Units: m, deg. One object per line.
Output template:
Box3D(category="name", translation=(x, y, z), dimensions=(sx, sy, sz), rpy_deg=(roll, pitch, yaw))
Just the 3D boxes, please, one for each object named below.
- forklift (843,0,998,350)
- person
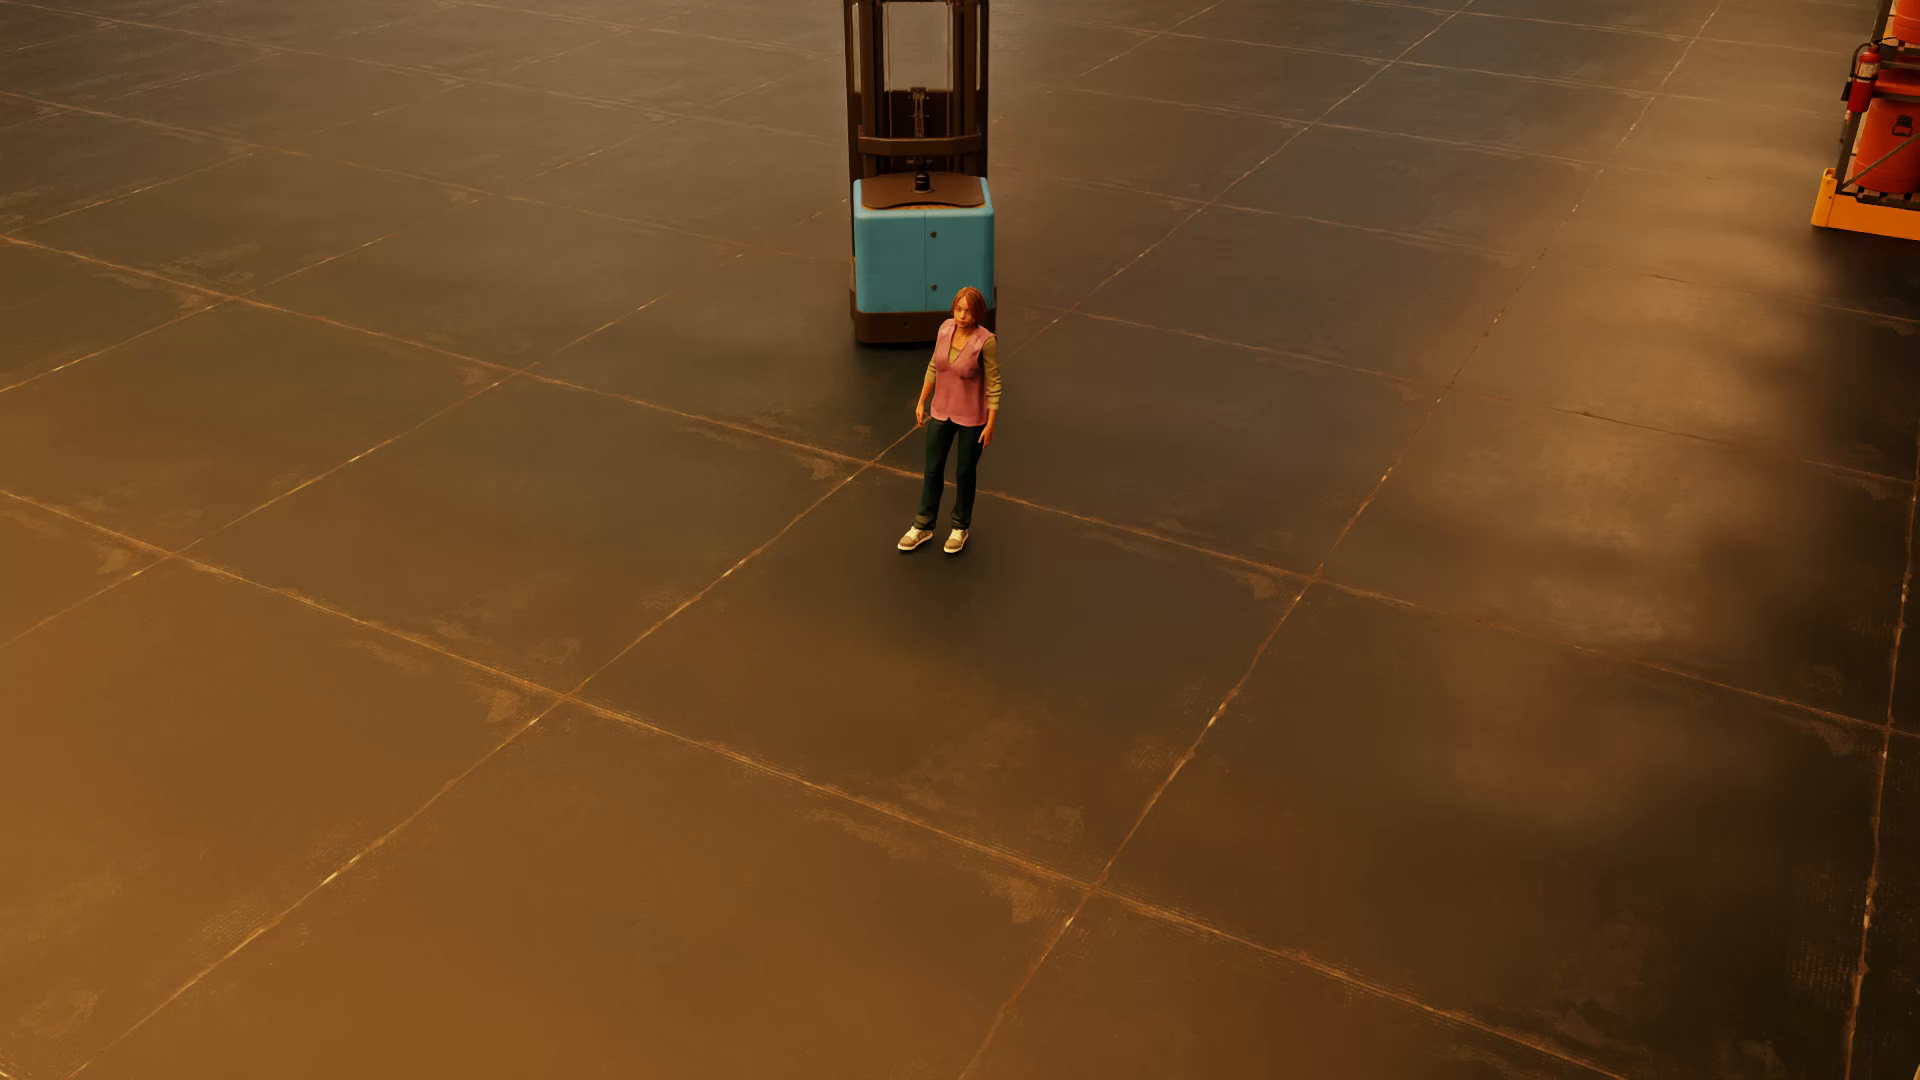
Box3D(category="forklift", translation=(-0.335, -3.381, 12.930), dimensions=(1.130, 2.935, 3.031), rpy_deg=(-2, 30, -3))
Box3D(category="person", translation=(-0.048, -0.670, 9.550), dimensions=(0.520, 1.597, 0.475), rpy_deg=(15, 33, 25))
